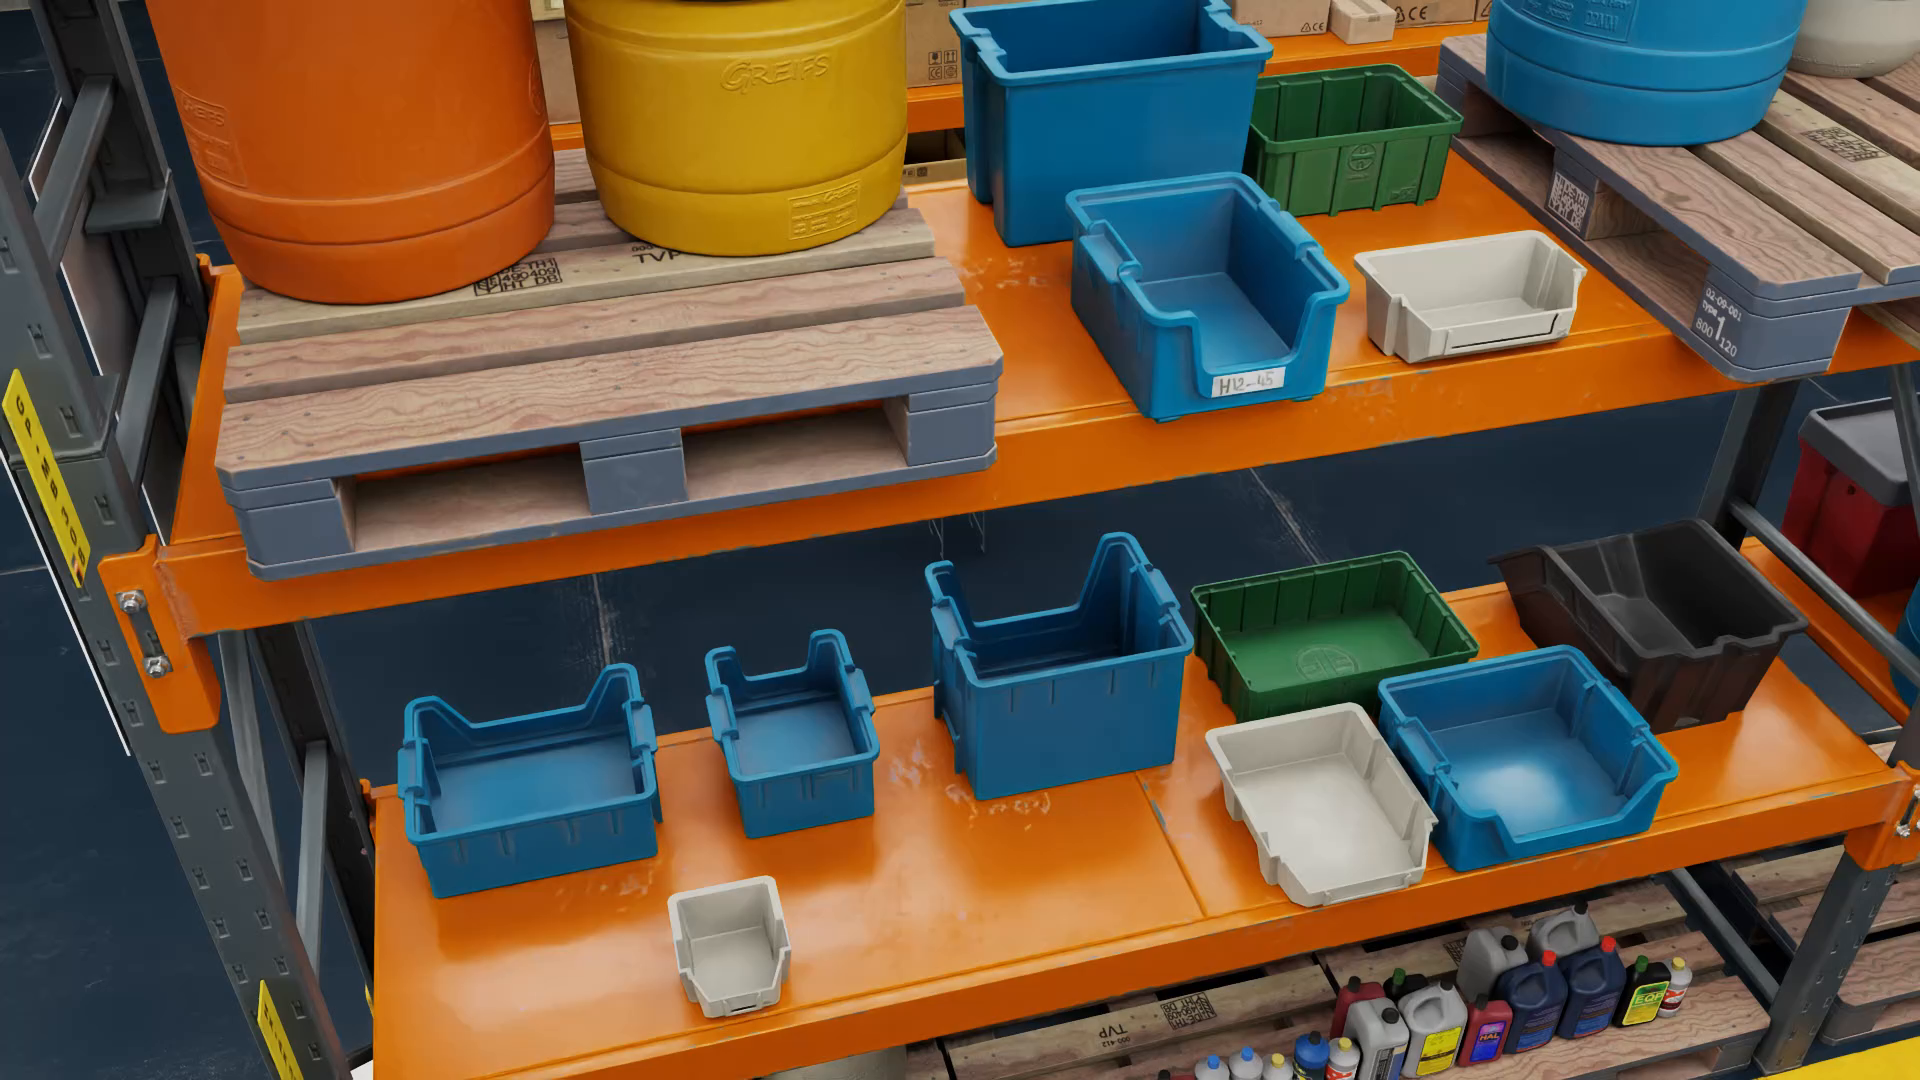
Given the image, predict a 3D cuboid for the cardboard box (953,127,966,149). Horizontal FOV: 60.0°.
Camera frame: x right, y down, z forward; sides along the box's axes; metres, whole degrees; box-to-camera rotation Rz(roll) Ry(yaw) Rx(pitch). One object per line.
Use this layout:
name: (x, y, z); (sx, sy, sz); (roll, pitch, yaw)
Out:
cardboard box: (0.234, -1.852, 8.503); (0.500, 0.500, 0.500); (-9, 38, -12)

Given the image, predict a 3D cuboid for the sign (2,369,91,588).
sign: (-1.324, -0.085, 2.417); (0.005, 0.325, 0.100); (-9, 38, -12)

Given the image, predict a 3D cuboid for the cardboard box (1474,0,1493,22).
cardboard box: (2.848, -3.068, 8.710); (0.500, 0.500, 0.500); (-9, 38, -12)

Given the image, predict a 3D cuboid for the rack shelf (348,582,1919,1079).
rack shelf: (0.467, 0.755, 4.386); (4.000, 0.370, 1.077); (-9, 38, -12)

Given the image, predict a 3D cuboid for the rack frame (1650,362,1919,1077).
rack frame: (2.398, 0.152, 4.582); (0.127, 3.000, 1.000); (-9, 38, -12)

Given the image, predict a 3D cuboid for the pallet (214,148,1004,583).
pallet: (-0.639, -0.404, 2.996); (1.213, 0.211, 1.003); (-9, 38, -12)

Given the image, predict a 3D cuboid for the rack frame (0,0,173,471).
rack frame: (-1.464, -1.597, 1.931); (0.127, 3.000, 1.000); (-9, 38, -12)

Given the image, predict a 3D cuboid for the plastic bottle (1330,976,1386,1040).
plastic bottle: (1.168, 1.370, 4.863); (0.133, 0.283, 0.061); (-9, 38, -12)

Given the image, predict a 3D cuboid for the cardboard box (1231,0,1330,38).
cardboard box: (1.574, -2.798, 8.562); (0.500, 0.250, 0.500); (-7, 38, -9)

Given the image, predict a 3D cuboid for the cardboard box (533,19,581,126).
cardboard box: (-1.792, -2.312, 7.721); (0.500, 0.500, 0.700); (-8, 38, -11)

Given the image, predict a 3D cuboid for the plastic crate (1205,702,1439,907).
plastic crate: (0.896, 0.663, 4.132); (0.437, 0.136, 0.530); (-9, 38, -12)

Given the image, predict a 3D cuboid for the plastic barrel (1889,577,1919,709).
plastic barrel: (2.850, 0.070, 4.277); (0.708, 0.901, 0.600); (-9, 38, -12)

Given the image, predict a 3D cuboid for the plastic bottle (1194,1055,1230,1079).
plastic bottle: (0.699, 1.536, 4.656); (0.097, 0.271, 0.097); (0, 37, 0)

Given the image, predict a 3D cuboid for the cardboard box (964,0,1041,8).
cardboard box: (0.176, -2.632, 8.140); (0.500, 0.500, 0.700); (-10, 38, -12)

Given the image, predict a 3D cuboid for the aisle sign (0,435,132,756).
aisle sign: (-1.457, -0.063, 2.724); (0.004, 0.787, 0.394); (-9, 38, -12)

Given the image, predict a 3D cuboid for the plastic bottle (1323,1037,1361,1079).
plastic bottle: (1.090, 1.500, 4.761); (0.097, 0.201, 0.097); (0, 37, 0)

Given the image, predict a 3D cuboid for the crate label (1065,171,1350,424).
crate label: (0.430, -0.449, 3.022); (0.408, 0.251, 0.502); (-9, 38, -12)

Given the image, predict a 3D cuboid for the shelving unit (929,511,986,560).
shelving unit: (-0.014, -0.474, 6.882); (0.189, 1.200, 0.258); (-9, 38, -12)

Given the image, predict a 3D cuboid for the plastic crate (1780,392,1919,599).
plastic crate: (2.786, -0.129, 4.897); (0.583, 0.464, 0.402); (-9, 38, -12)

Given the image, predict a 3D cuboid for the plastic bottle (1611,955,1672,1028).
plastic bottle: (2.020, 1.326, 4.921); (0.133, 0.283, 0.061); (-7, 38, -10)

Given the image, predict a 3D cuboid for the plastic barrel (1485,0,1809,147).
plastic barrel: (1.409, -1.310, 3.267); (0.708, 0.901, 0.600); (-9, 38, -12)

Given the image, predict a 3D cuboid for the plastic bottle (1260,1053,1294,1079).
plastic bottle: (0.891, 1.533, 4.719); (0.097, 0.201, 0.097); (0, 37, 0)

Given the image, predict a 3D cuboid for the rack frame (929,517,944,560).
rack frame: (-0.102, -0.460, 6.864); (0.006, 1.200, 0.240); (-9, 38, -12)

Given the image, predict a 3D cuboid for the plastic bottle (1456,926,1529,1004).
plastic bottle: (1.603, 1.278, 4.990); (0.135, 0.276, 0.152); (-9, 38, -12)

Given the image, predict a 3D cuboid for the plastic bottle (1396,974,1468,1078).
plastic bottle: (1.354, 1.382, 4.792); (0.185, 0.351, 0.144); (-10, 38, -12)

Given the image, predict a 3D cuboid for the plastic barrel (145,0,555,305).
plastic barrel: (-1.028, -0.894, 2.782); (0.708, 0.830, 0.600); (-9, 38, -12)

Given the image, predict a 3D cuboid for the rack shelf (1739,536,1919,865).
rack shelf: (4.329, 0.121, 5.215); (4.000, 0.370, 1.077); (-9, 38, -12)

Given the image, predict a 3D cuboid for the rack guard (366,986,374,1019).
rack guard: (-1.402, 1.739, 4.565); (0.348, 0.500, 1.175); (-9, 38, -12)

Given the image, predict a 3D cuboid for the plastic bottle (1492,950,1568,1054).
plastic bottle: (1.666, 1.331, 4.859); (0.185, 0.351, 0.144); (-11, 39, -14)

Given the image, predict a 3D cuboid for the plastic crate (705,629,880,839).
plastic crate: (-0.430, 0.491, 4.262); (0.408, 0.251, 0.499); (-9, 38, -12)

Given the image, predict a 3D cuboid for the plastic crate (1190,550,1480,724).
plastic crate: (1.014, 0.286, 4.582); (0.662, 0.188, 0.450); (-9, 38, -12)

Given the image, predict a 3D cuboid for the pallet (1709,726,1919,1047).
pallet: (3.146, 1.113, 5.621); (1.213, 0.211, 1.003); (-9, 38, -12)

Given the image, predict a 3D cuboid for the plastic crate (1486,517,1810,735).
plastic crate: (1.860, 0.185, 4.590); (0.504, 0.338, 0.767); (-9, 38, -12)

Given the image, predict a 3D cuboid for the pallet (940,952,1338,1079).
pallet: (0.559, 1.537, 5.067); (1.213, 0.211, 1.003); (-9, 38, -12)

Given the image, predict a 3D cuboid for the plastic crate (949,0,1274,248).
plastic crate: (0.299, -0.878, 3.473); (0.575, 0.384, 0.392); (-9, 38, -12)
